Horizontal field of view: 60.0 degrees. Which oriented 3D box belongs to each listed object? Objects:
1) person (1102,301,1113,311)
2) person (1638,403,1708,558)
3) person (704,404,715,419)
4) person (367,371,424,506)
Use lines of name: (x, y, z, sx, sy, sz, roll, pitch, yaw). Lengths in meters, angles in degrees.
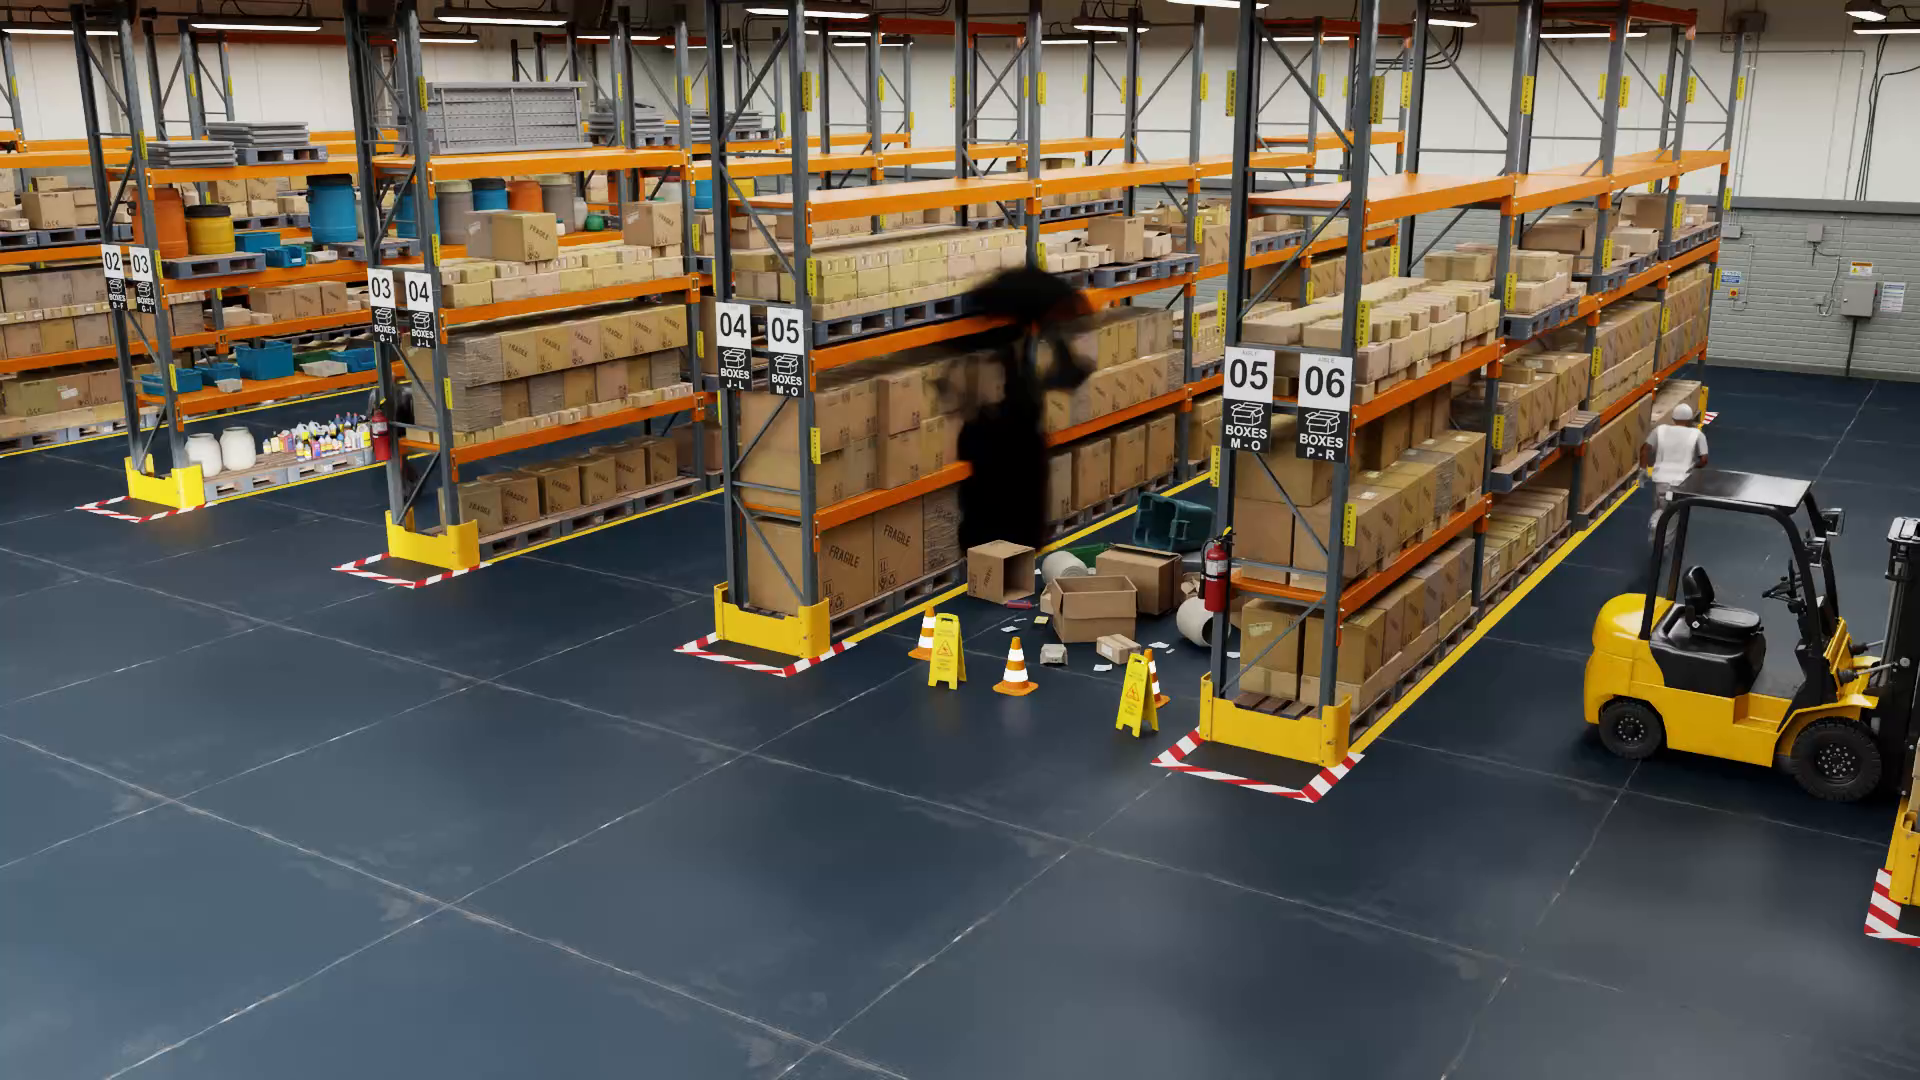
person: (2.427, -3.201, 27.695, 0.558, 1.631, 0.556, 10, 18, 32)
person: (7.813, -0.619, 18.269, 0.659, 1.723, 0.772, 11, 19, 35)
person: (-3.740, -2.265, 24.361, 0.511, 1.570, 0.636, 11, 19, 34)
person: (-6.941, -1.250, 20.585, 0.639, 1.781, 0.859, 4, 16, 14)
